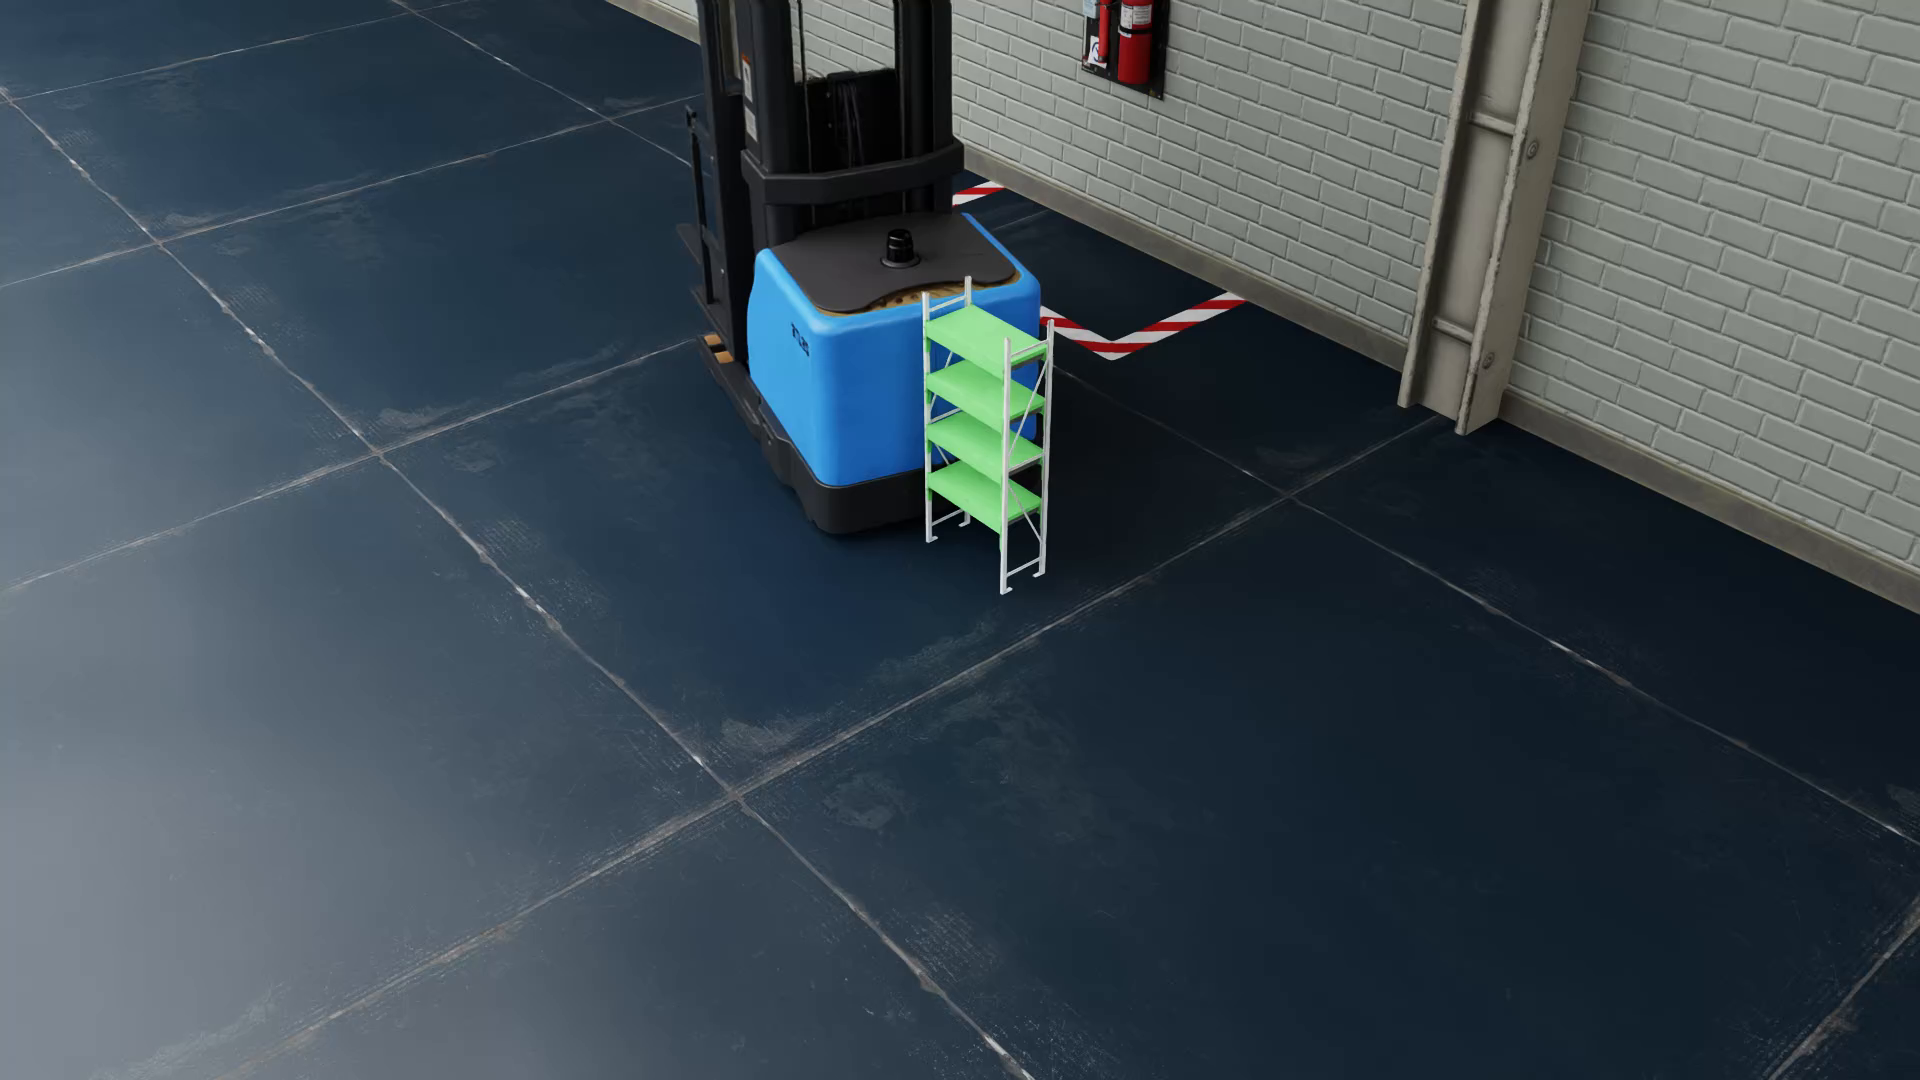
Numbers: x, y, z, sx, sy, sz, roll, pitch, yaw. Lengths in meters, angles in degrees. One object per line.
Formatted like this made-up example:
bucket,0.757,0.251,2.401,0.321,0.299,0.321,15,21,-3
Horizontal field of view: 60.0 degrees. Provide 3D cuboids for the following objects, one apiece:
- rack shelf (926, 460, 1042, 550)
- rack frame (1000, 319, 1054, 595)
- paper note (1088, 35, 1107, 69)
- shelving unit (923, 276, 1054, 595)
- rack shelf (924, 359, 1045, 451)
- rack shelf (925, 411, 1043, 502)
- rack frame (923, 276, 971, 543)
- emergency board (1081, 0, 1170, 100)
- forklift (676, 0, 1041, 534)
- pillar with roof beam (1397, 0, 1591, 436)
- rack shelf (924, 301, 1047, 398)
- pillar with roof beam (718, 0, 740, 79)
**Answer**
rack shelf,0.107,-0.169,6.976,0.258,0.148,0.480,-26,43,-32
rack frame,0.264,-0.309,6.648,0.240,1.200,0.015,-26,43,-32
paper note,0.769,-2.715,9.250,0.016,0.148,0.142,-26,43,-32
shelving unit,0.107,-0.417,6.800,0.258,1.200,0.503,-26,43,-32
rack shelf,0.107,-0.560,6.698,0.258,0.148,0.480,-26,43,-32
rack shelf,0.107,-0.364,6.837,0.258,0.148,0.480,-26,43,-32
rack frame,-0.051,-0.524,6.952,0.240,1.200,0.015,-26,43,-32
emergency board,0.831,-2.971,8.849,0.194,1.169,0.643,-26,43,-32
forklift,-0.693,-2.065,7.630,1.130,2.935,3.031,-14,38,-19
pillar with roof beam,-0.892,-2.708,3.287,9.100,9.000,0.400,-26,43,-32
rack shelf,0.107,-0.756,6.560,0.258,0.148,0.480,-26,43,-32
pillar with roof beam,-4.764,-5.357,7.028,9.100,9.000,0.400,-26,43,-32
